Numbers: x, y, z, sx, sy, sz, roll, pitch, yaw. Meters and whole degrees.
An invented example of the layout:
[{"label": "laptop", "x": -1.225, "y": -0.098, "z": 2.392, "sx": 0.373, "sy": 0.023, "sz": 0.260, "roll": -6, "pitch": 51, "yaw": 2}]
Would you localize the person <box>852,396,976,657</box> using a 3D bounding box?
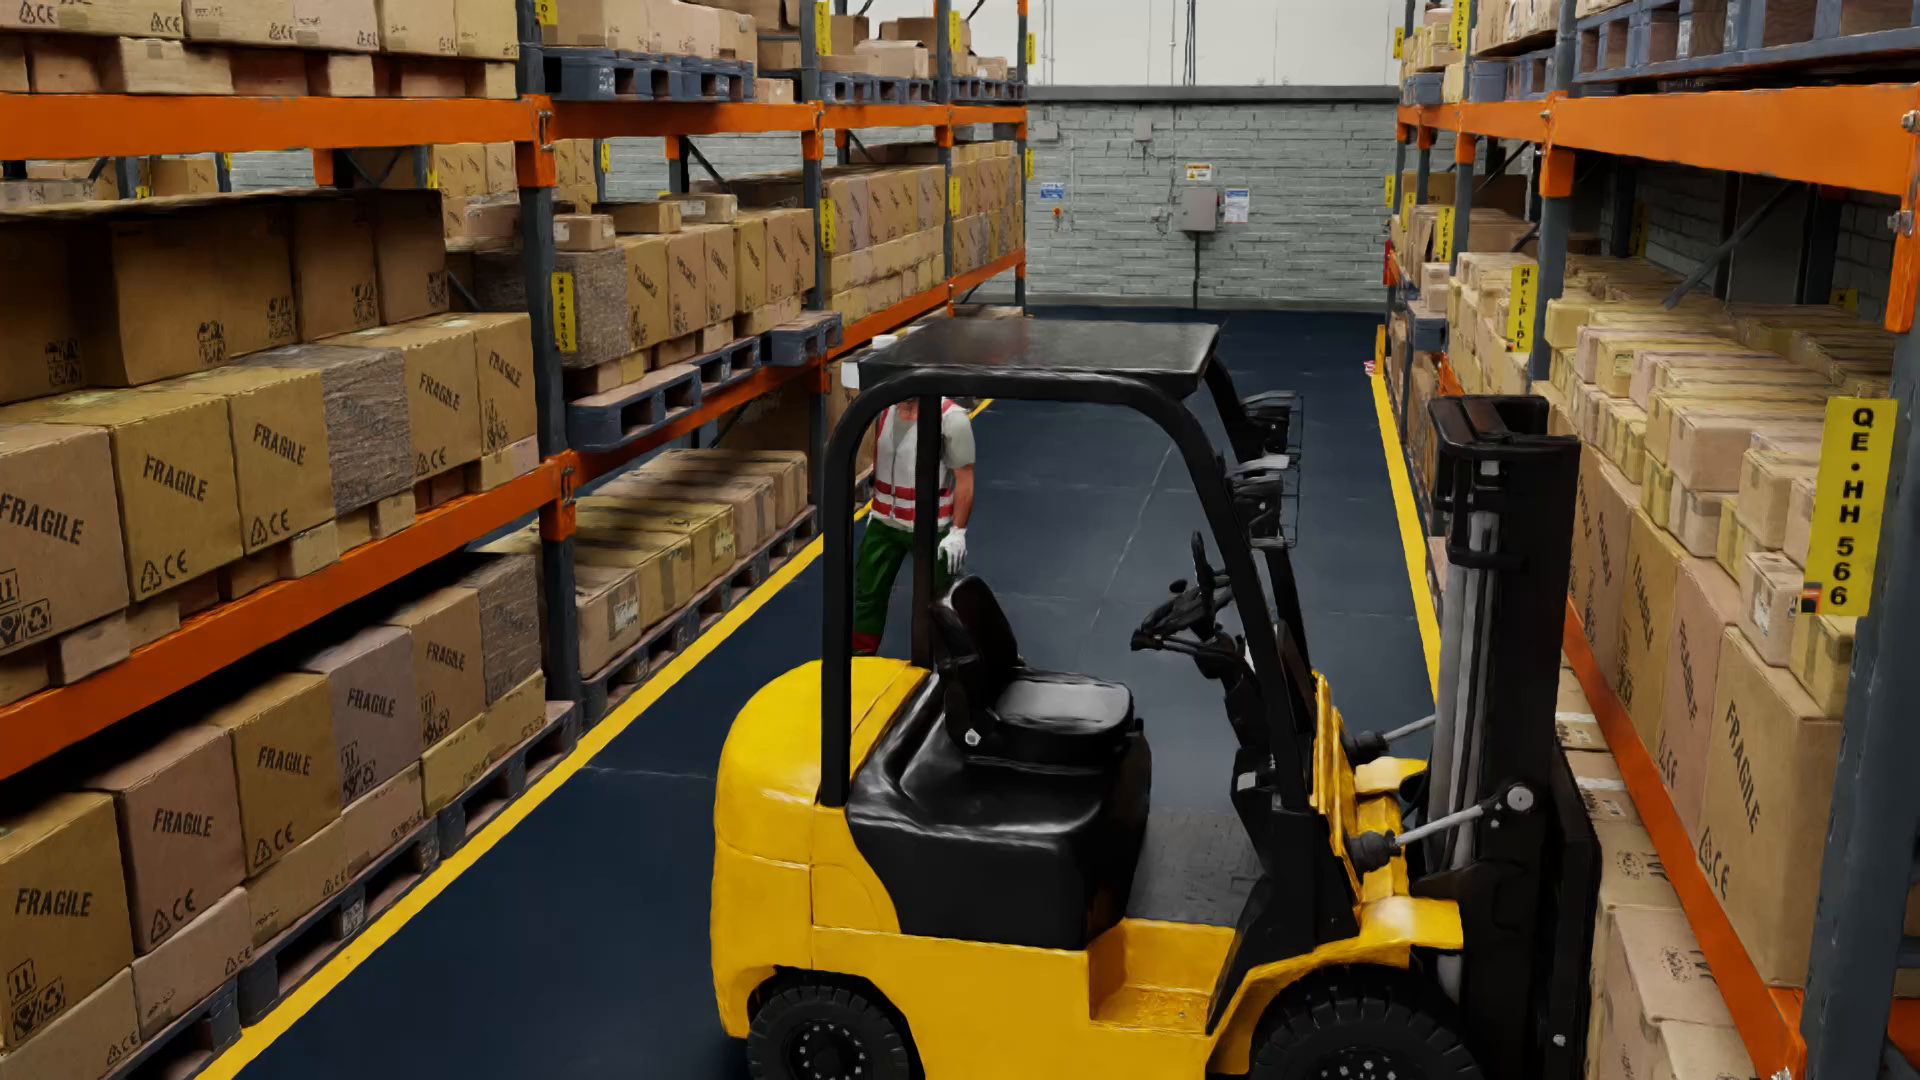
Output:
[{"label": "person", "x": -0.274, "y": -0.063, "z": 7.640, "sx": 0.715, "sy": 1.769, "sz": 0.631, "roll": 11, "pitch": 18, "yaw": 36}]
